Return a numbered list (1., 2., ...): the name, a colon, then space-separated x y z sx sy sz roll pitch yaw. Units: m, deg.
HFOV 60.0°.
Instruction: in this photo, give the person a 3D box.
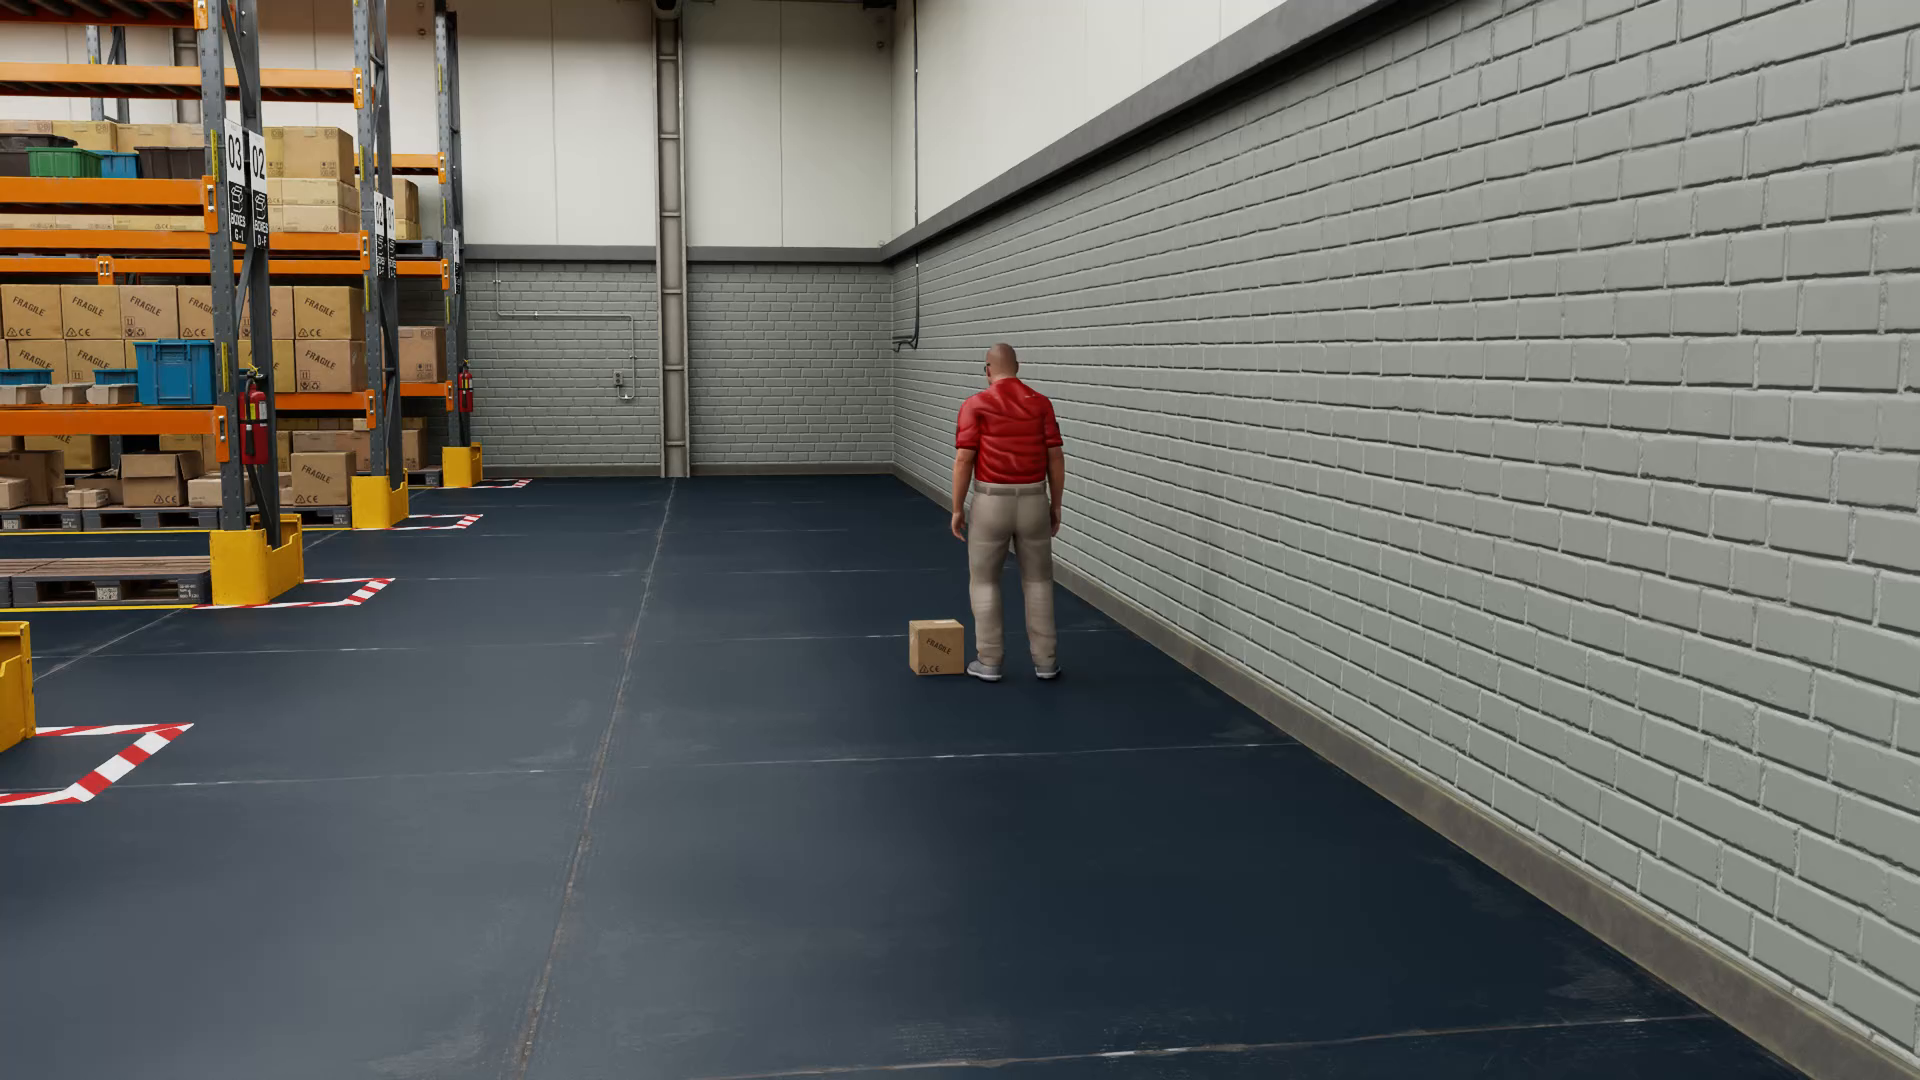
1. person: 0.252 -0.145 8.556 0.606 1.727 0.389 -1 7 -12
